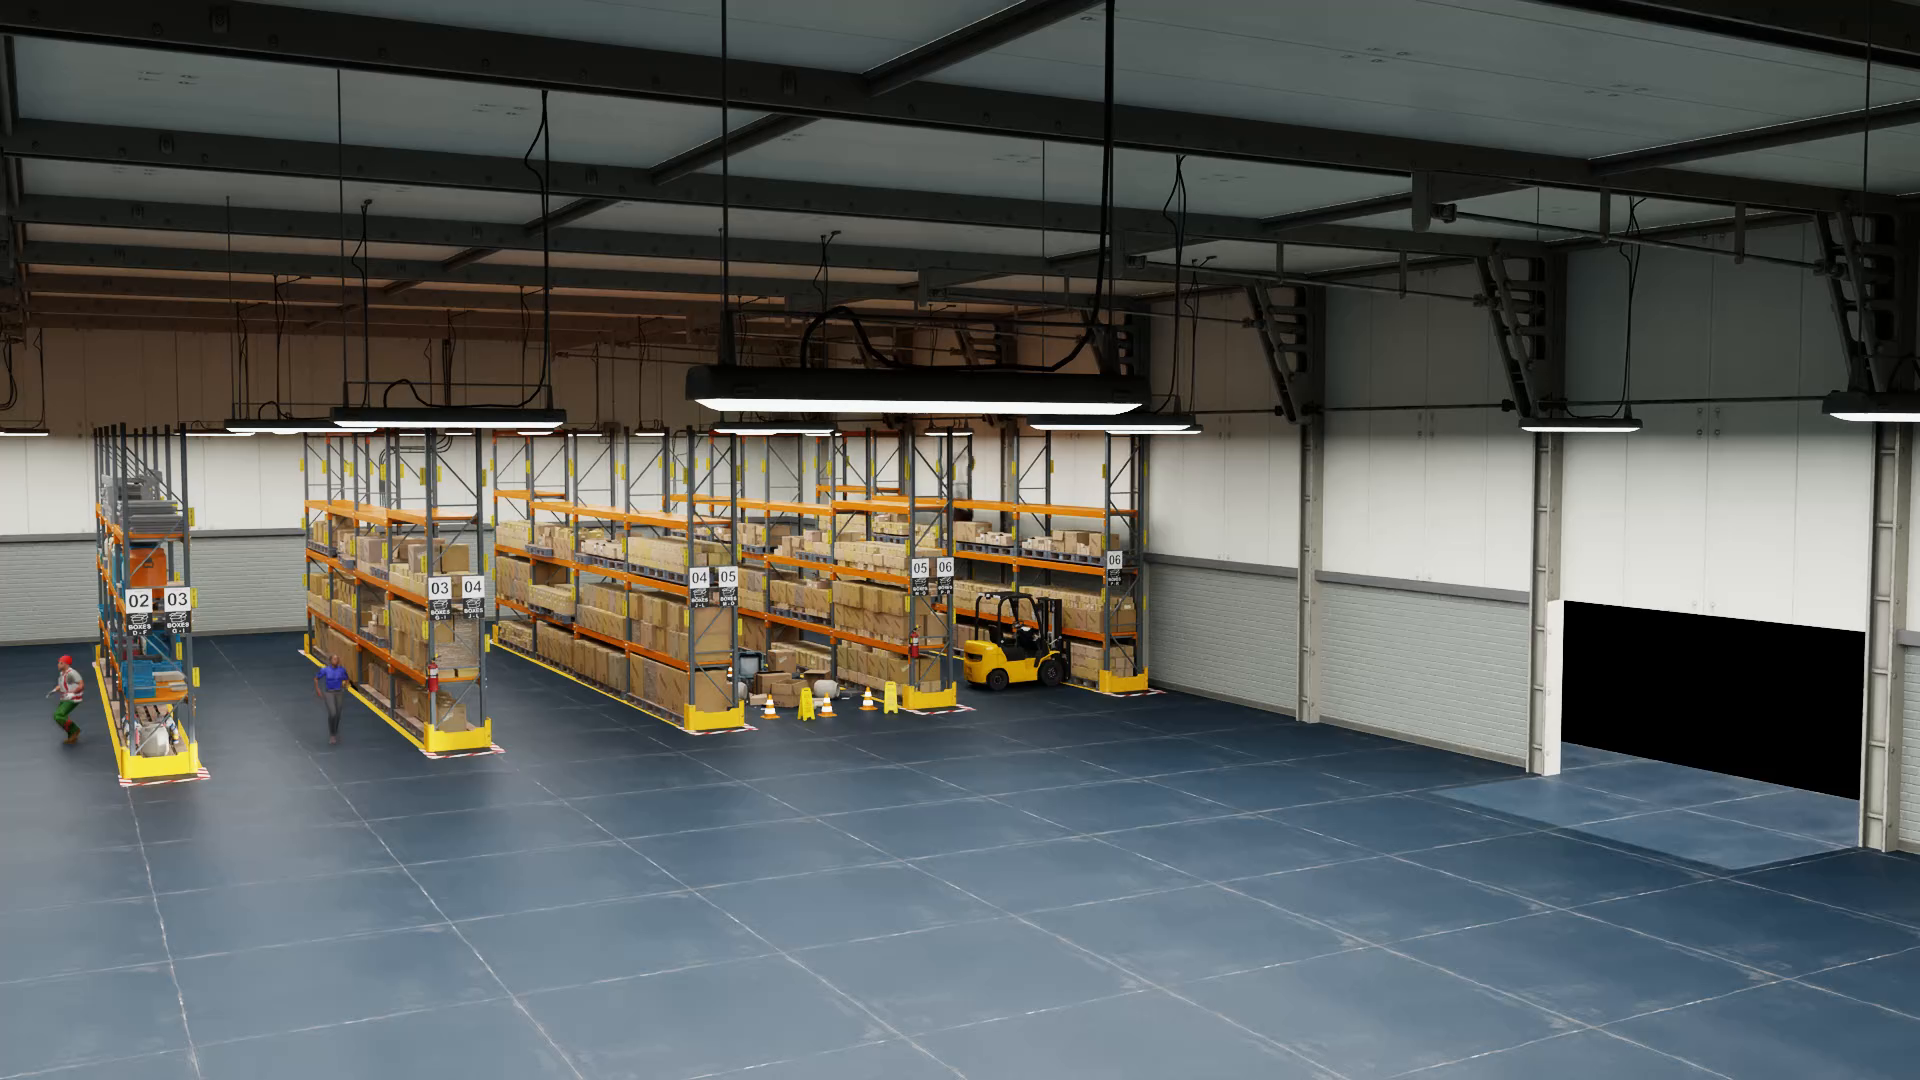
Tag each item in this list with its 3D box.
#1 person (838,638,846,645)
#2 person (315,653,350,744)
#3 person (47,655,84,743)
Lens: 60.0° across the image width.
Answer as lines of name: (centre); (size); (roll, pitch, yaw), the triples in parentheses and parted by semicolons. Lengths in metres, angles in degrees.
person: (-3.037, 2.283, 43.274); (0.580, 1.709, 0.753); (-2, 4, -30)
person: (-11.870, 3.005, 31.518); (0.586, 1.721, 0.725); (-3, 5, -40)
person: (-16.705, 2.997, 31.128); (0.753, 1.692, 0.613); (2, 4, 34)
